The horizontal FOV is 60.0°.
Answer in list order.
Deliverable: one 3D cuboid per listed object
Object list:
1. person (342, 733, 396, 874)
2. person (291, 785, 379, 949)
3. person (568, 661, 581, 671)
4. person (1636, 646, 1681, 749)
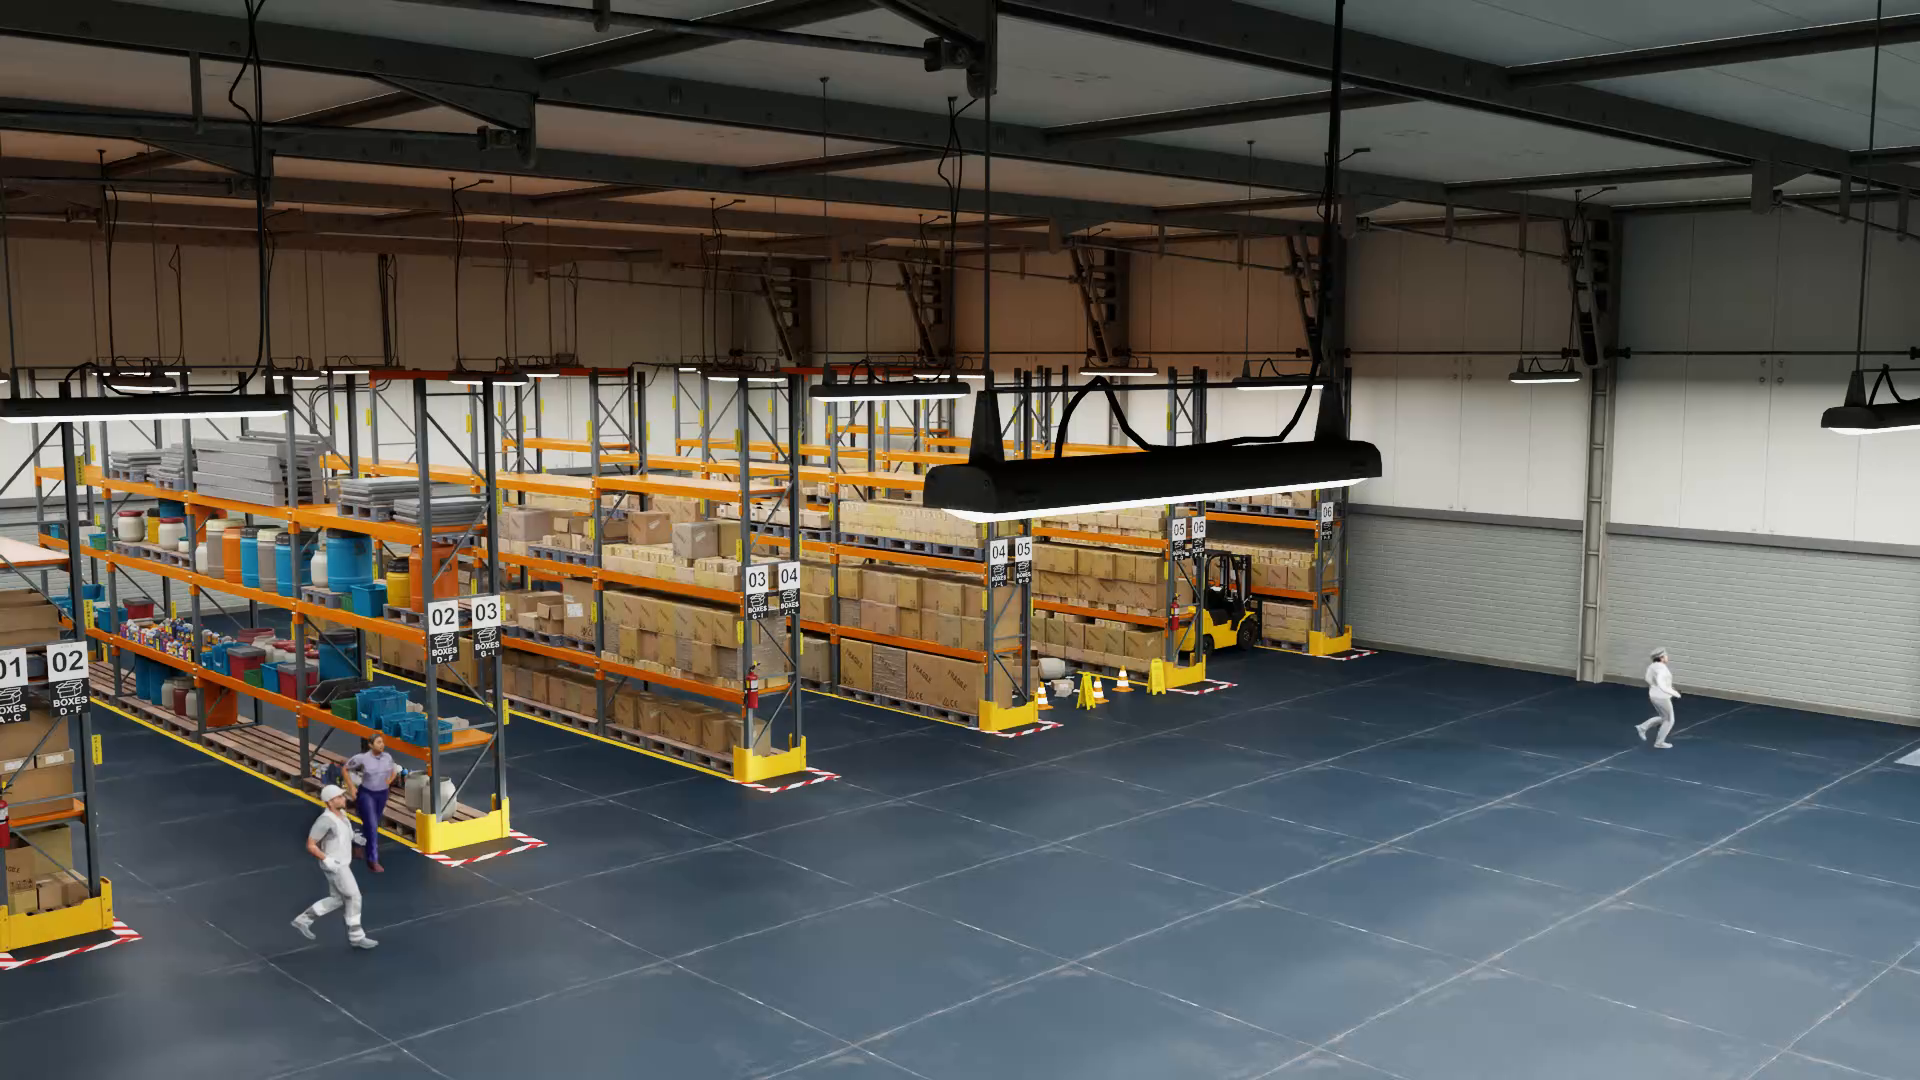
[{"bbox_3d":[-7.263,3.224,20.587,0.833,1.673,0.619,5,8,36],"label":"person"},{"bbox_3d":[-6.655,3.464,17.641,0.881,1.788,0.643,-1,7,-10],"label":"person"},{"bbox_3d":[-7.534,1.810,32.434,0.709,1.741,0.659,6,9,41],"label":"person"},{"bbox_3d":[11.181,2.513,26.596,0.558,1.646,0.613,0,6,3],"label":"person"}]
